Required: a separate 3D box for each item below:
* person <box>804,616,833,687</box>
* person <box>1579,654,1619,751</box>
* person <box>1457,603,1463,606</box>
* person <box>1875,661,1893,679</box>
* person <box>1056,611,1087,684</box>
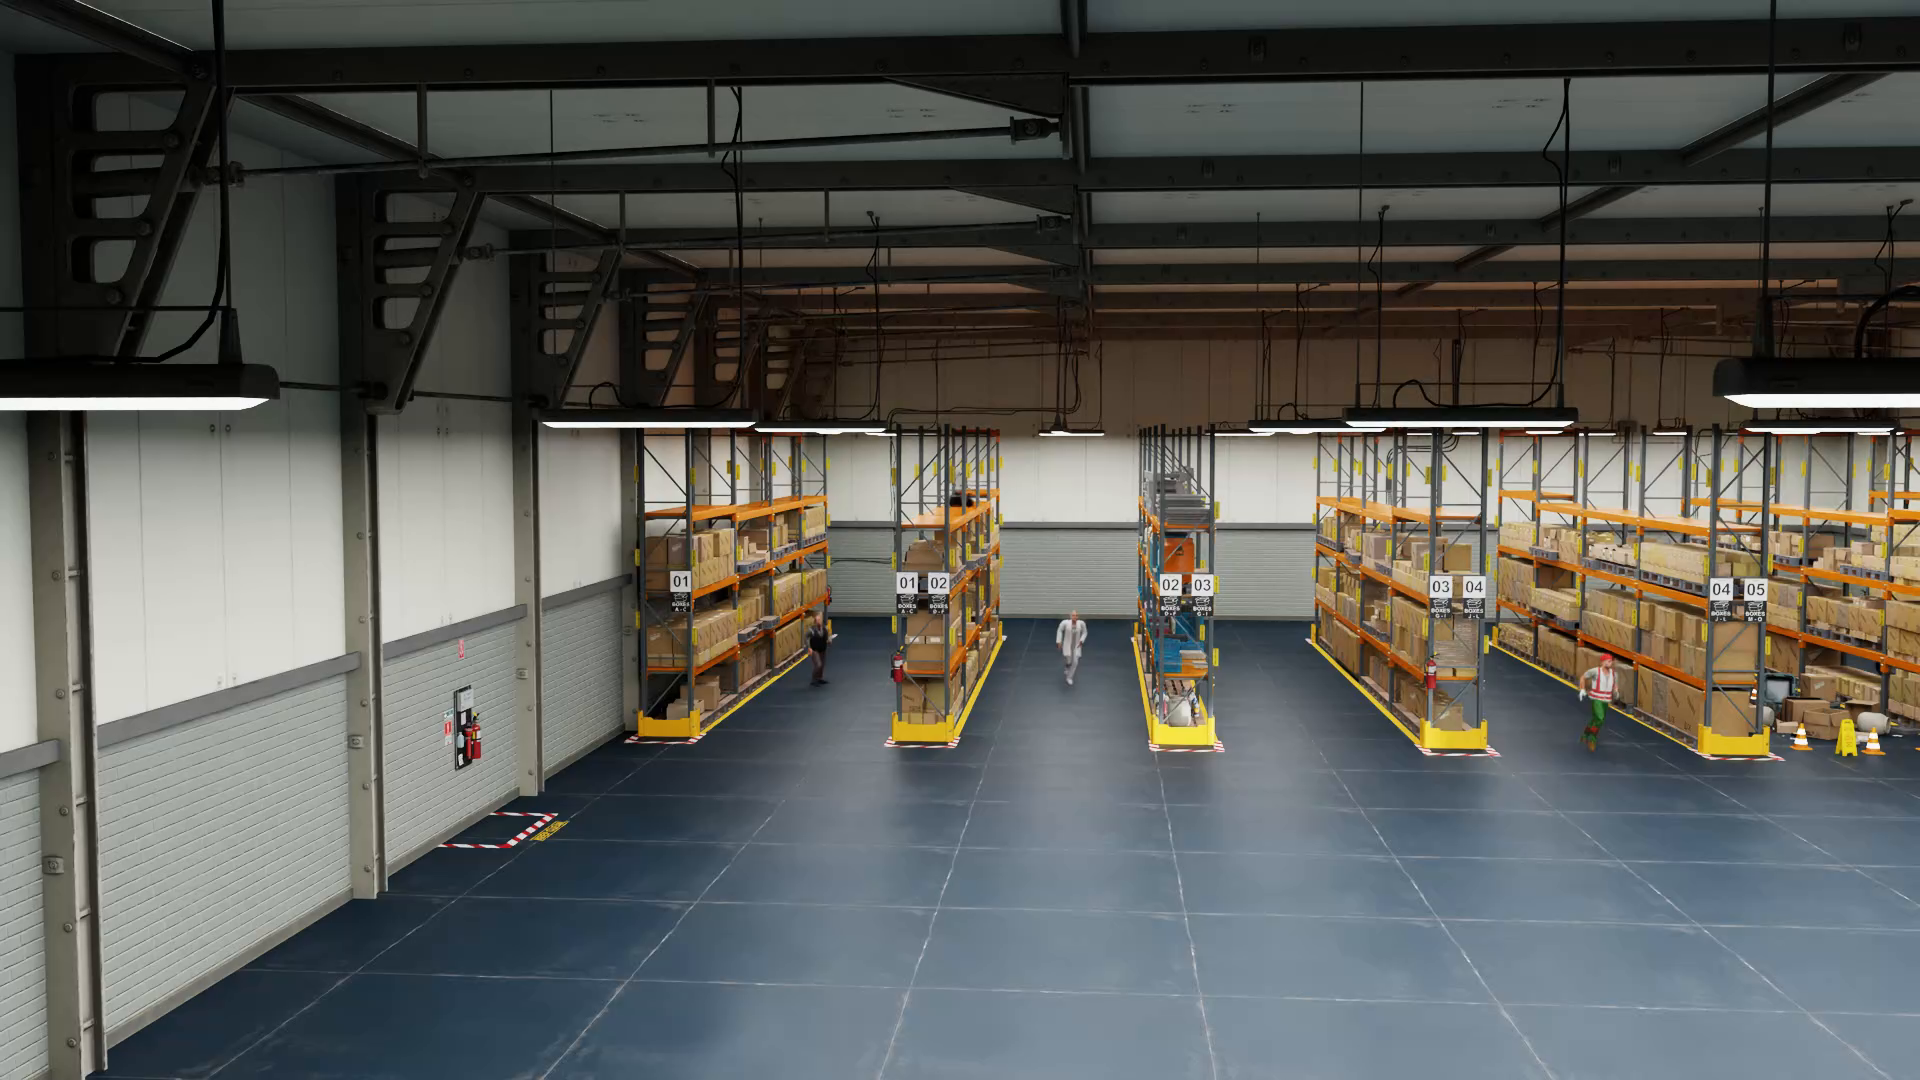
[{"bbox_3d":[-3.244,2.572,38.521,0.687,1.665,0.809,-3,5,-44],"label":"person"},{"bbox_3d":[11.769,2.958,30.613,0.720,1.753,0.824,-1,4,-13],"label":"person"},{"bbox_3d":[13.660,2.084,46.151,0.598,1.704,0.851,2,4,24],"label":"person"},{"bbox_3d":[21.223,2.645,38.145,0.539,1.526,0.581,0,3,-1],"label":"person"},{"bbox_3d":[2.631,2.498,39.005,0.699,1.715,0.655,-1,4,-12],"label":"person"}]
